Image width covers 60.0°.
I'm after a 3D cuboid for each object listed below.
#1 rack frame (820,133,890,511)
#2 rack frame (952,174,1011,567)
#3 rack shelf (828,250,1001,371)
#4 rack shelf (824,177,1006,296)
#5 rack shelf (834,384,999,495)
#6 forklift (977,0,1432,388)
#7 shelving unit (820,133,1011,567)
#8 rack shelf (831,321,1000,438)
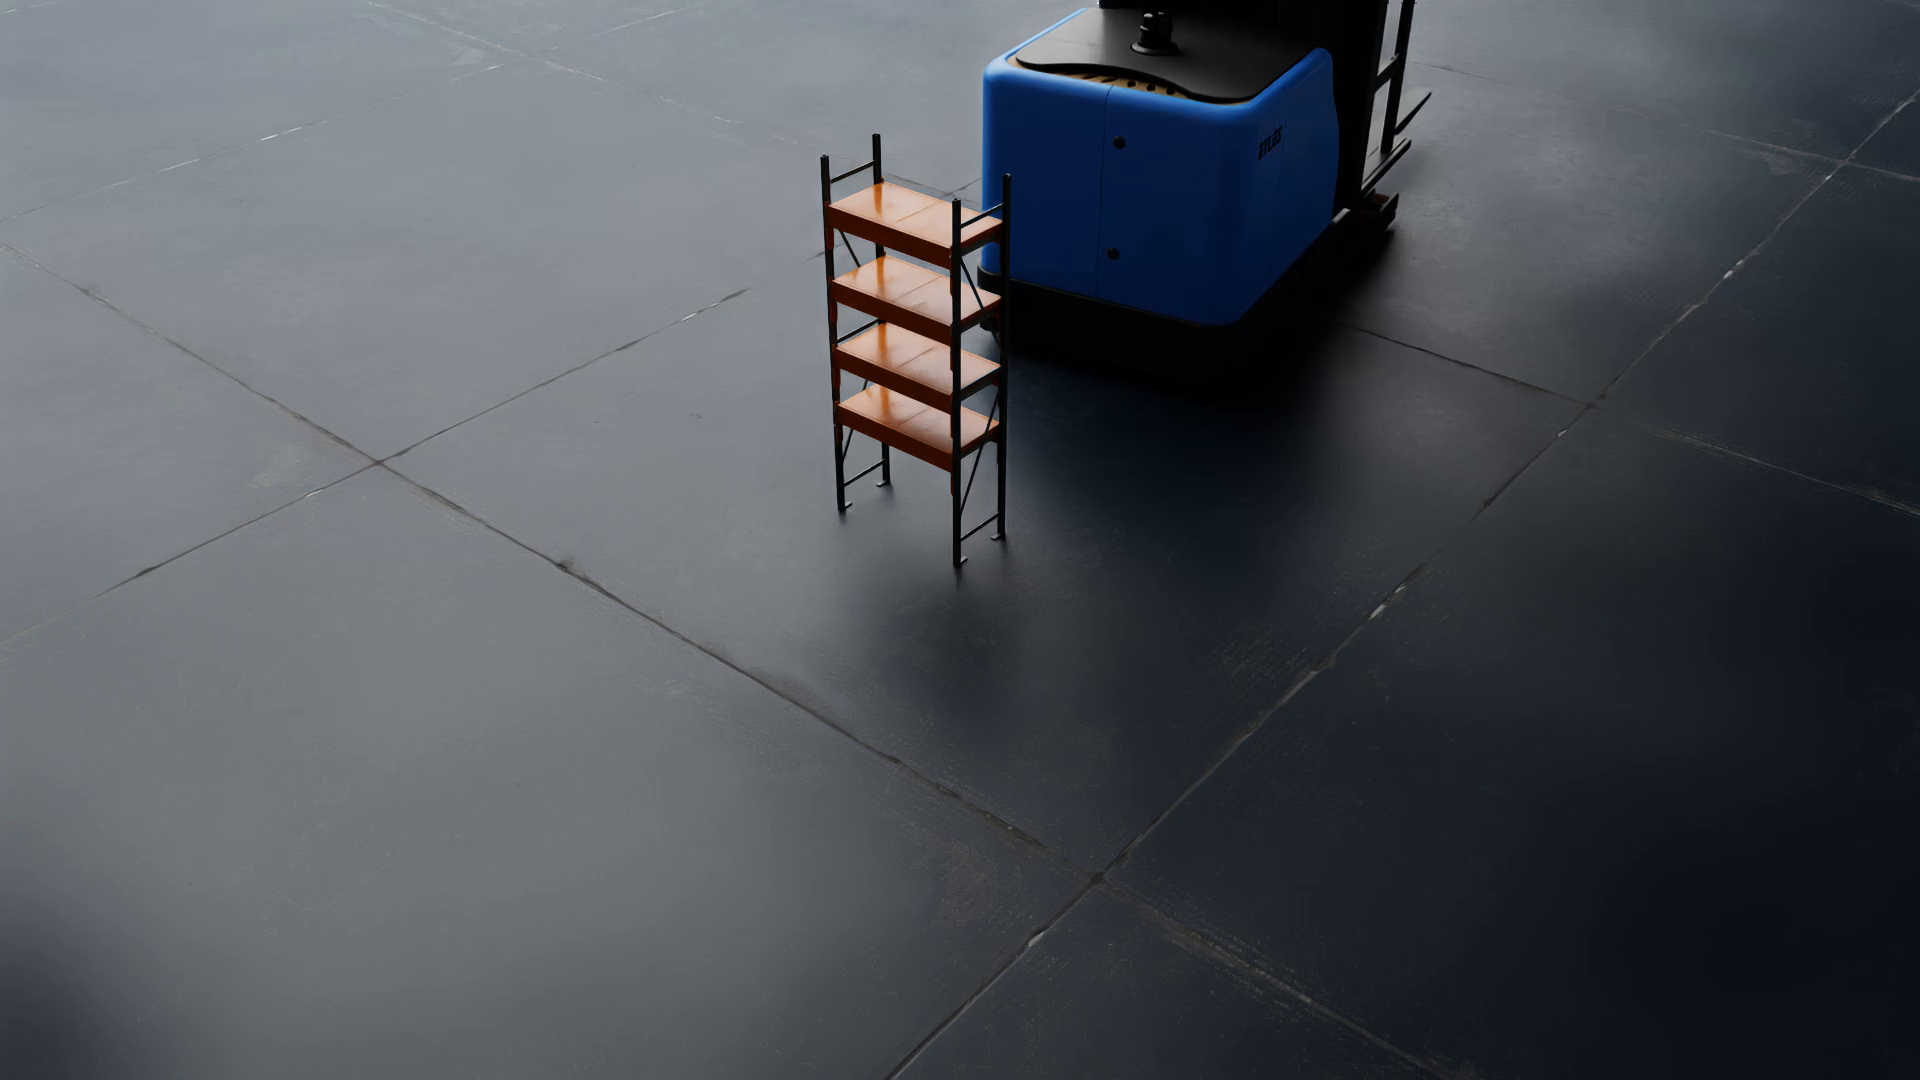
[{"bbox_3d":[-0.315,-0.643,5.126,0.015,1.200,0.240,25,42,32],"label":"rack frame"},{"bbox_3d":[0.060,-0.466,4.869,0.015,1.200,0.240,25,42,32],"label":"rack frame"},{"bbox_3d":[-0.127,-0.683,4.909,0.480,0.148,0.258,25,42,32],"label":"rack shelf"},{"bbox_3d":[-0.127,-0.878,4.775,0.480,0.148,0.258,25,42,32],"label":"rack shelf"},{"bbox_3d":[-0.127,-0.335,5.148,0.480,0.148,0.258,25,42,32],"label":"rack shelf"},{"bbox_3d":[1.233,-2.556,6.383,1.130,2.935,3.031,18,38,24],"label":"forklift"},{"bbox_3d":[-0.127,-0.555,4.998,0.503,1.200,0.258,25,42,32],"label":"shelving unit"},{"bbox_3d":[-0.127,-0.499,5.036,0.480,0.148,0.258,25,42,32],"label":"rack shelf"}]
